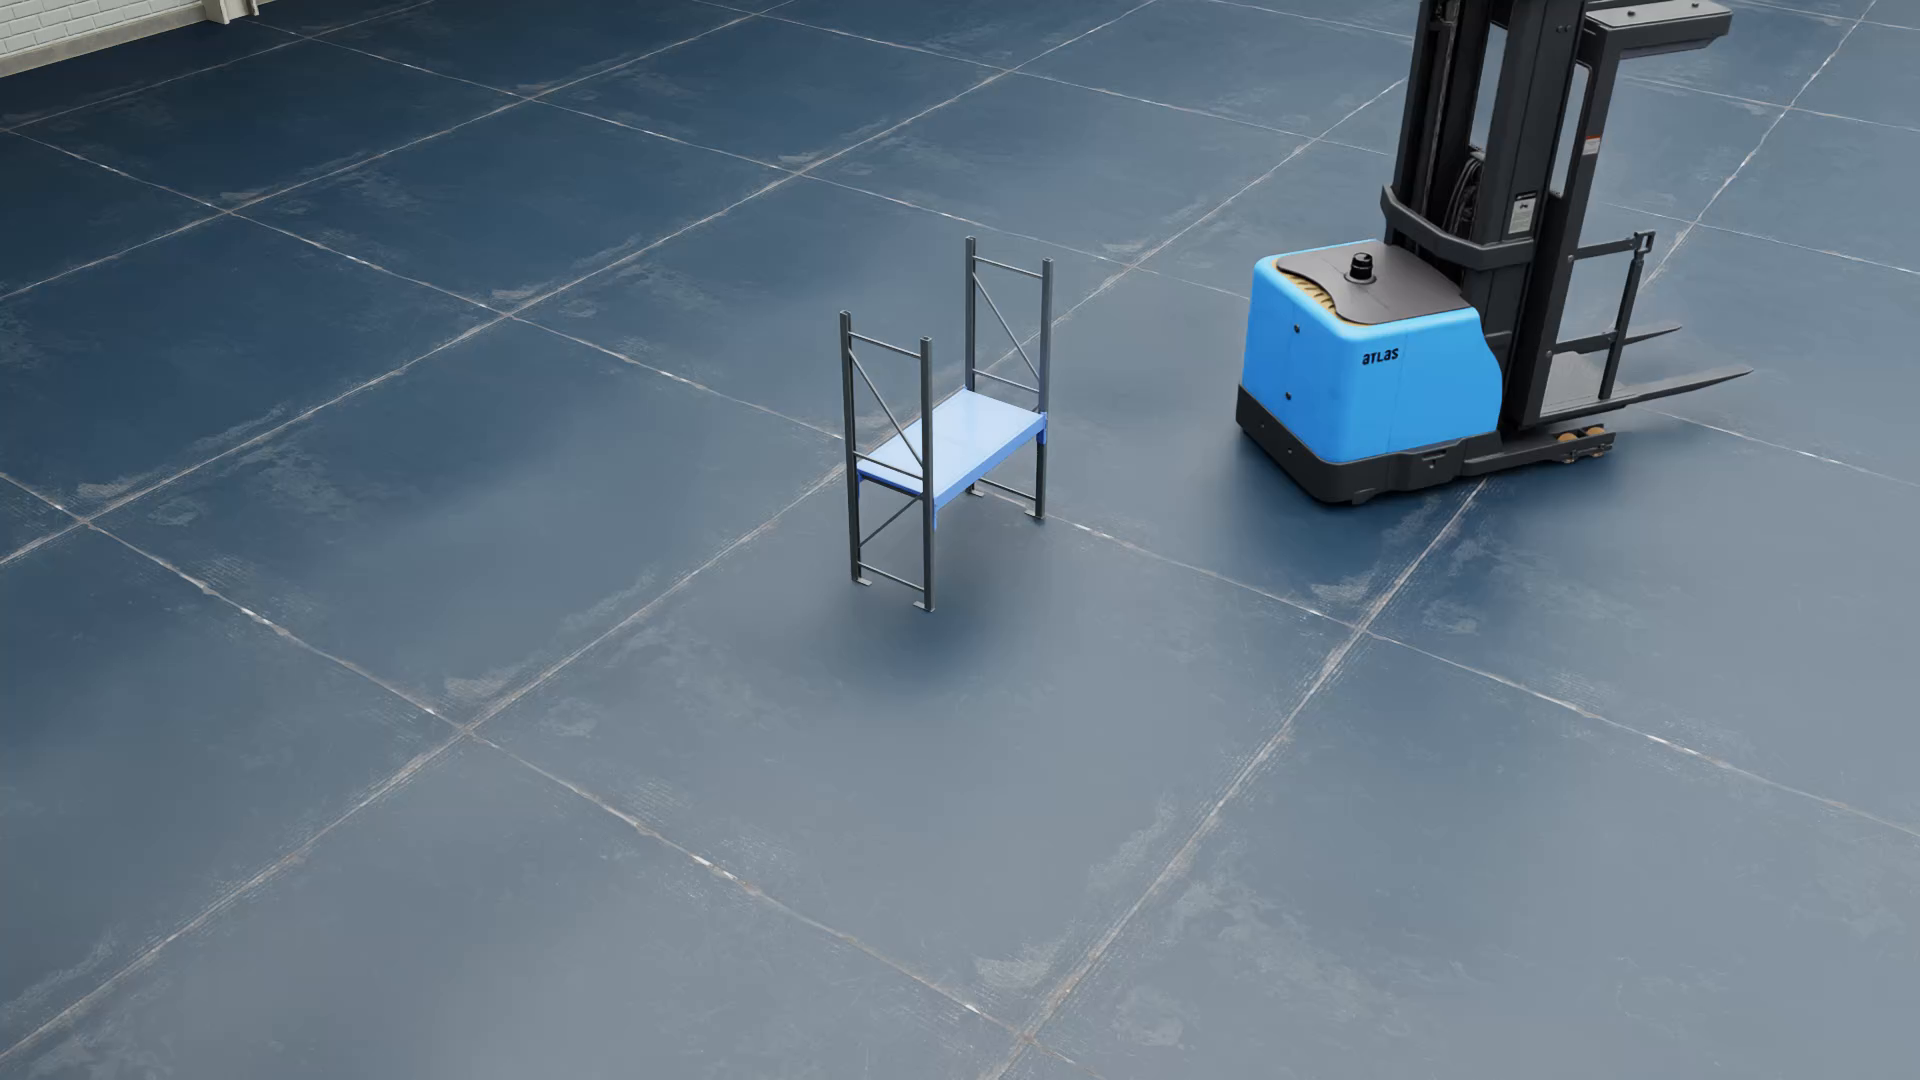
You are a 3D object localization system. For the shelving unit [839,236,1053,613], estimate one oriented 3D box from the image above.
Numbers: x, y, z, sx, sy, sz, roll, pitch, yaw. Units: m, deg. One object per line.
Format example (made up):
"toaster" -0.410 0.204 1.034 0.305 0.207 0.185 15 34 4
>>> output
"shelving unit" -0.049 -0.582 8.272 0.538 1.500 1.048 21 39 28

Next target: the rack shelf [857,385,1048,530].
"rack shelf" -0.049 -0.433 8.373 0.538 0.185 1.000 21 39 28

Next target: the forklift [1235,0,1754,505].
"forklift" 3.169 -1.912 8.961 3.031 2.935 1.130 -12 36 -17

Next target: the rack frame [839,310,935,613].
"rack frame" -0.338 -0.348 7.926 0.500 1.500 0.032 21 39 28

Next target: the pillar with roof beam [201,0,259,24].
"pillar with roof beam" -3.623 -7.506 11.816 9.100 9.000 0.400 21 39 28

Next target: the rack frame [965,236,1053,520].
"rack frame" 0.241 -0.816 8.618 0.500 1.500 0.032 21 39 28
